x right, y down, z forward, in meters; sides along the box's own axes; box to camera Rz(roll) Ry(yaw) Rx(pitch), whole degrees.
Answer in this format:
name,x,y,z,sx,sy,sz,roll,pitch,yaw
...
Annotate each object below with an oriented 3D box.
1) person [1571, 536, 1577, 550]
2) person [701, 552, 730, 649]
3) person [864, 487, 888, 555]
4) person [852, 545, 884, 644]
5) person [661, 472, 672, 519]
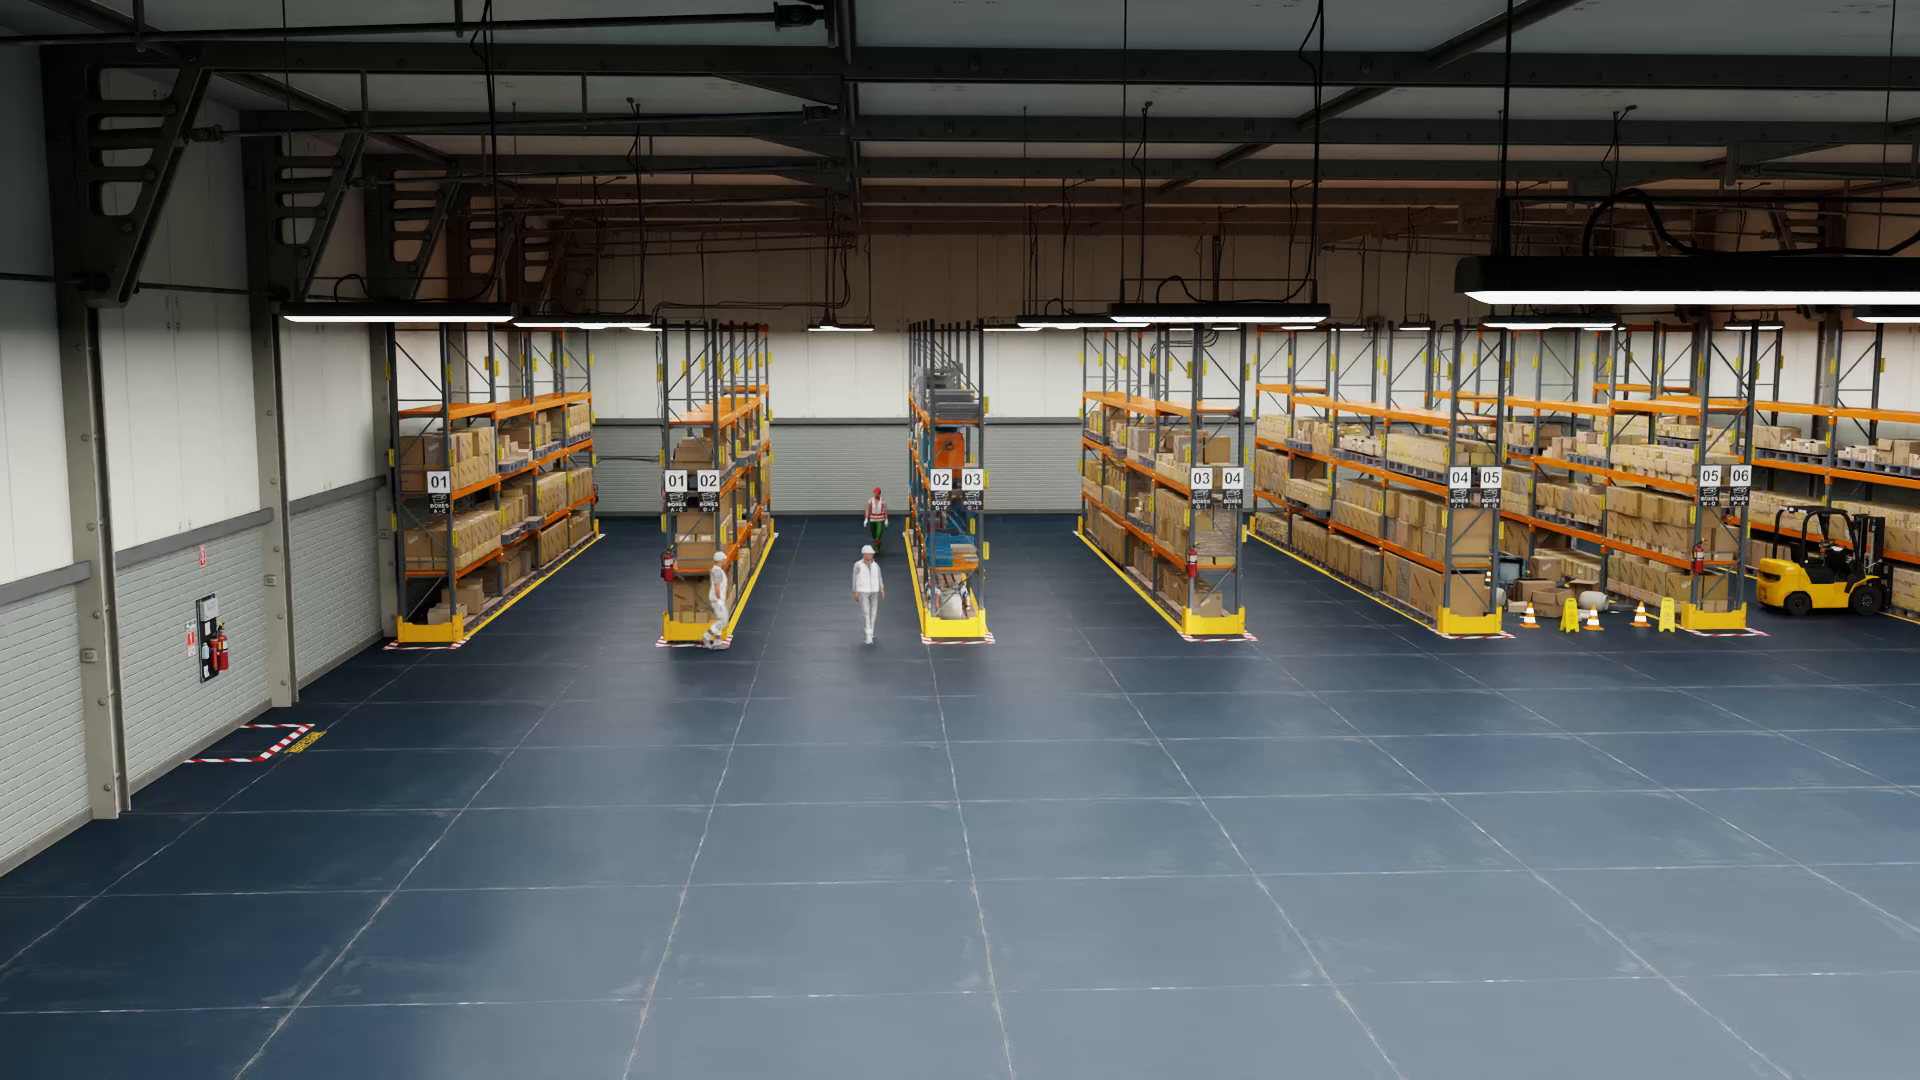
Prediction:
name,x,y,z,sx,sy,sz,roll,pitch,yaw
person,16.011,-0.468,43.519,0.486,1.691,0.396,-4,8,-29
person,-4.440,1.104,30.126,0.505,1.788,0.569,0,7,-4
person,-2.196,-0.509,43.453,0.567,1.746,1.082,1,7,12
person,-1.672,1.007,31.230,0.540,1.778,0.718,-4,8,-28
person,-8.994,-1.468,51.225,0.427,1.730,0.555,0,7,1
